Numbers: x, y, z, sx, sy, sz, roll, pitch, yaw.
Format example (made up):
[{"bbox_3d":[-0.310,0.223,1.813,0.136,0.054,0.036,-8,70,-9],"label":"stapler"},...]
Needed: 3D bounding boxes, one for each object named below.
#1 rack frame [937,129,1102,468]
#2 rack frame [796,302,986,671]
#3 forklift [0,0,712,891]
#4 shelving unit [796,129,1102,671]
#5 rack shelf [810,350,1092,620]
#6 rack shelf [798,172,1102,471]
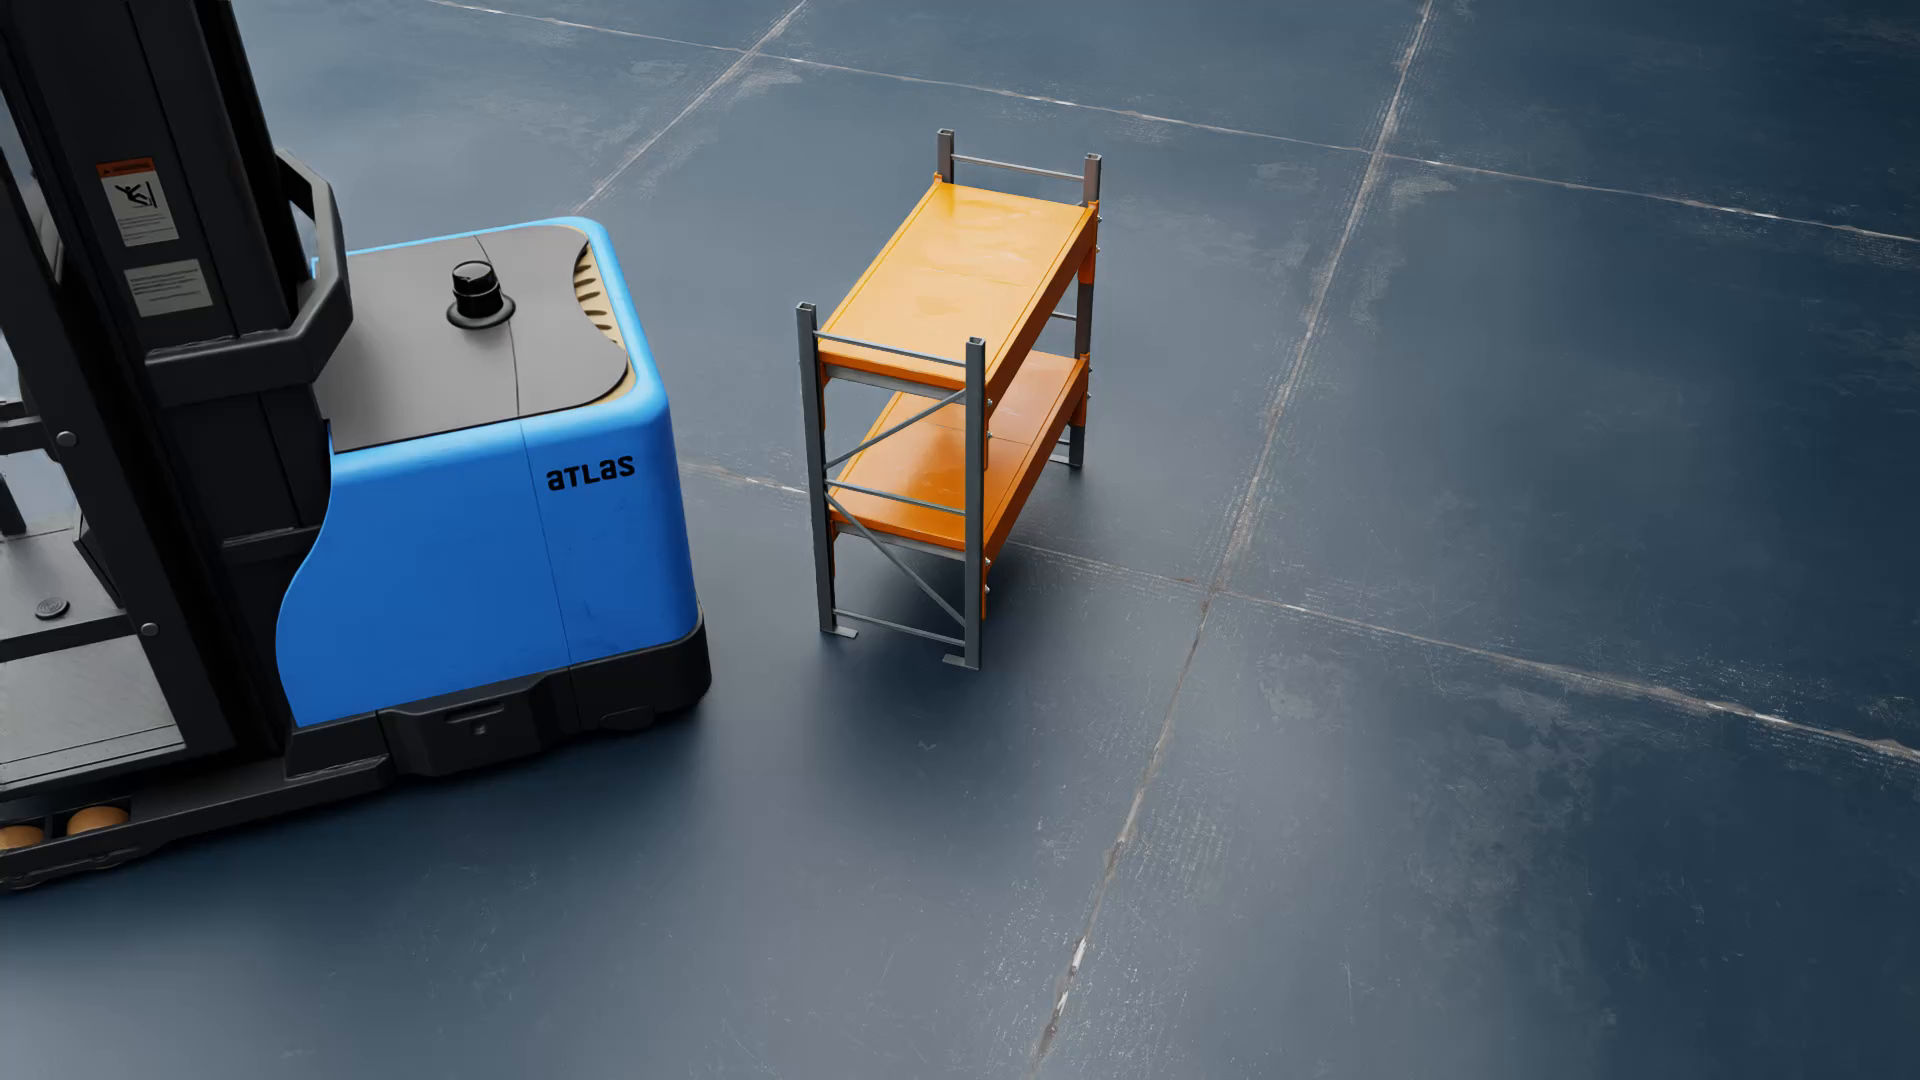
[{"bbox_3d":[0.172,-0.734,5.243,0.500,1.125,0.032,13,42,15],"label":"rack frame"},{"bbox_3d":[-0.176,-0.114,4.517,0.500,1.125,0.032,13,42,15],"label":"rack frame"},{"bbox_3d":[-2.272,-0.619,3.717,3.031,2.935,1.130,-13,42,-14],"label":"forklift"},{"bbox_3d":[-0.002,-0.424,4.880,0.538,1.125,1.048,13,42,15],"label":"shelving unit"},{"bbox_3d":[-0.002,-0.238,5.039,0.538,0.278,1.000,13,42,15],"label":"rack shelf"},{"bbox_3d":[-0.002,-0.646,4.690,0.538,0.278,1.000,13,42,15],"label":"rack shelf"}]
